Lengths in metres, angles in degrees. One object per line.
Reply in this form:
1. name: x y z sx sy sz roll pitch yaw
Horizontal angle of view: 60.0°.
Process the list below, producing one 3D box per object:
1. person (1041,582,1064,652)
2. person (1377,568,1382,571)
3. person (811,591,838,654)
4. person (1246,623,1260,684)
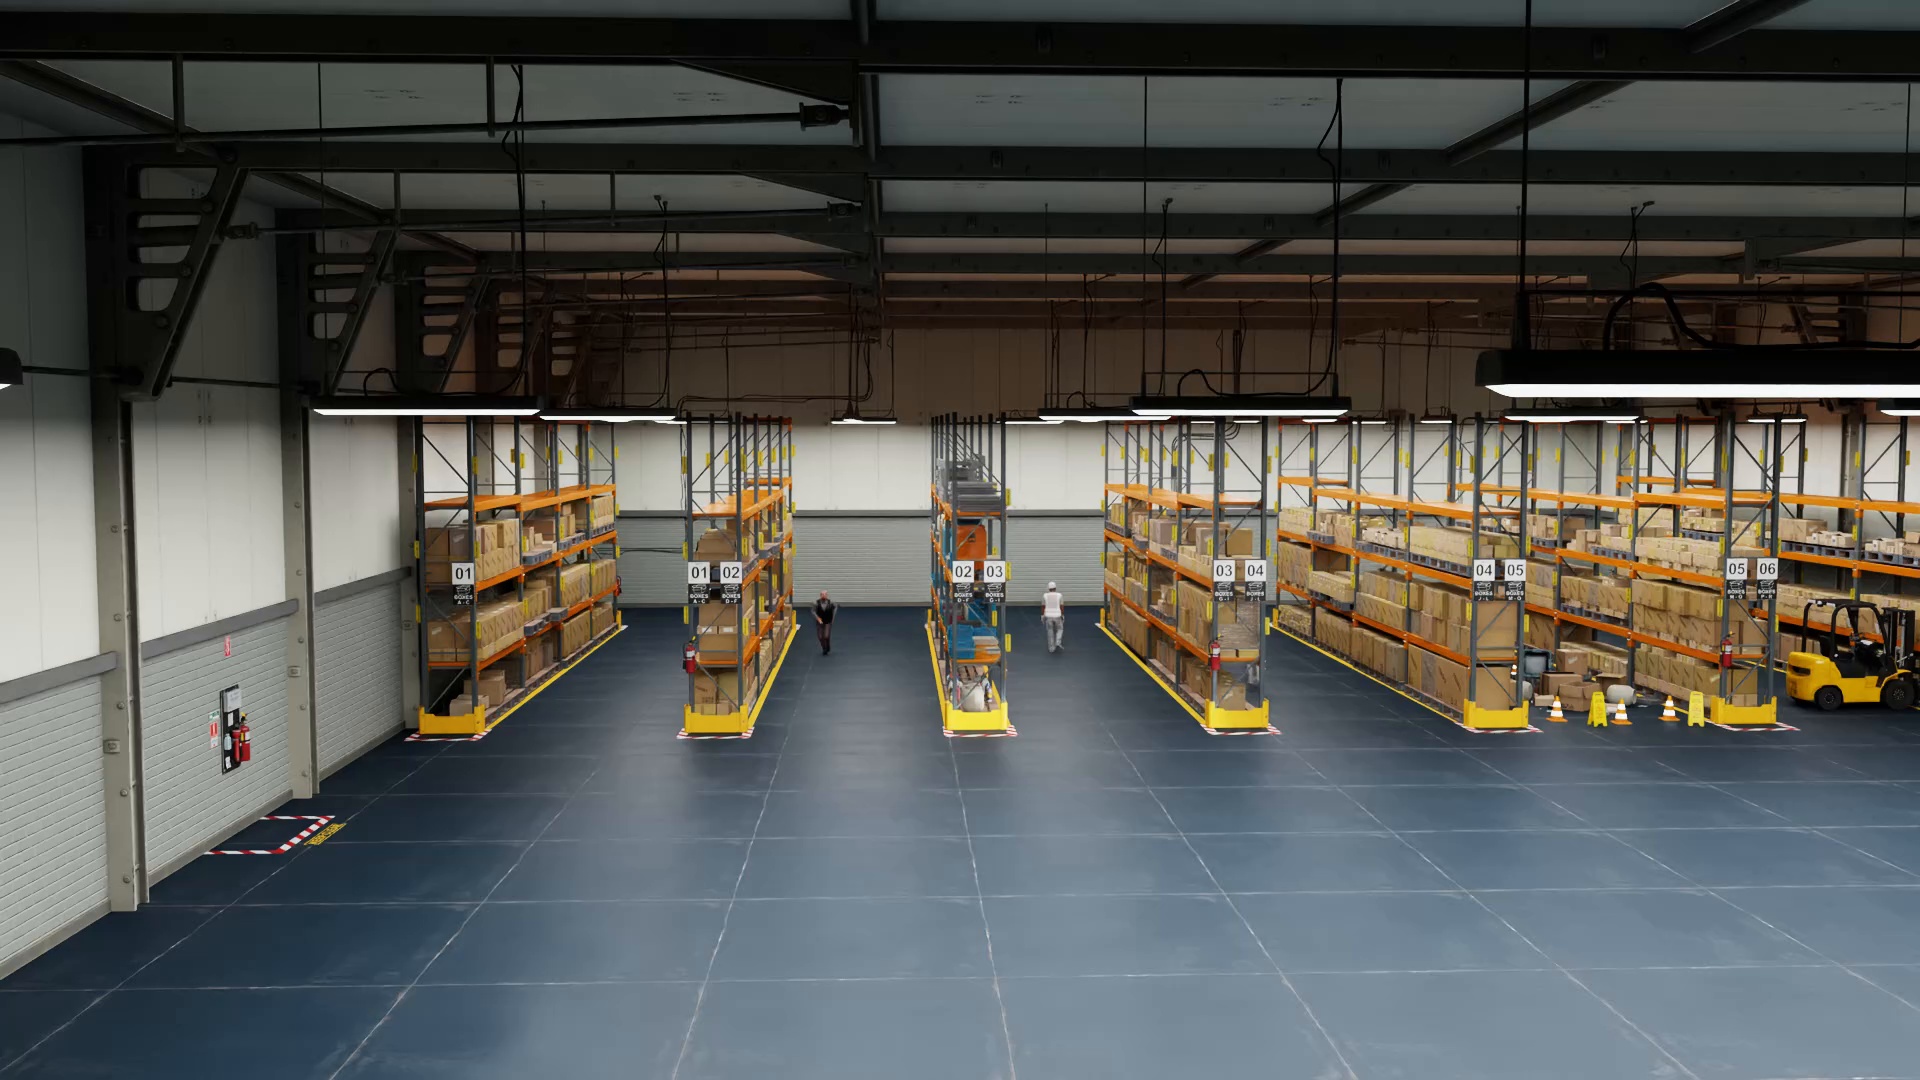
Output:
1. person: 2.363 1.958 42.305 0.587 1.784 0.491 0 4 2
2. person: 12.137 1.619 48.127 1.016 1.597 0.433 1 4 20
3. person: -3.405 2.068 41.717 0.625 1.636 0.732 0 4 6
4. person: 6.527 2.367 37.036 0.514 1.683 0.489 0 4 2
